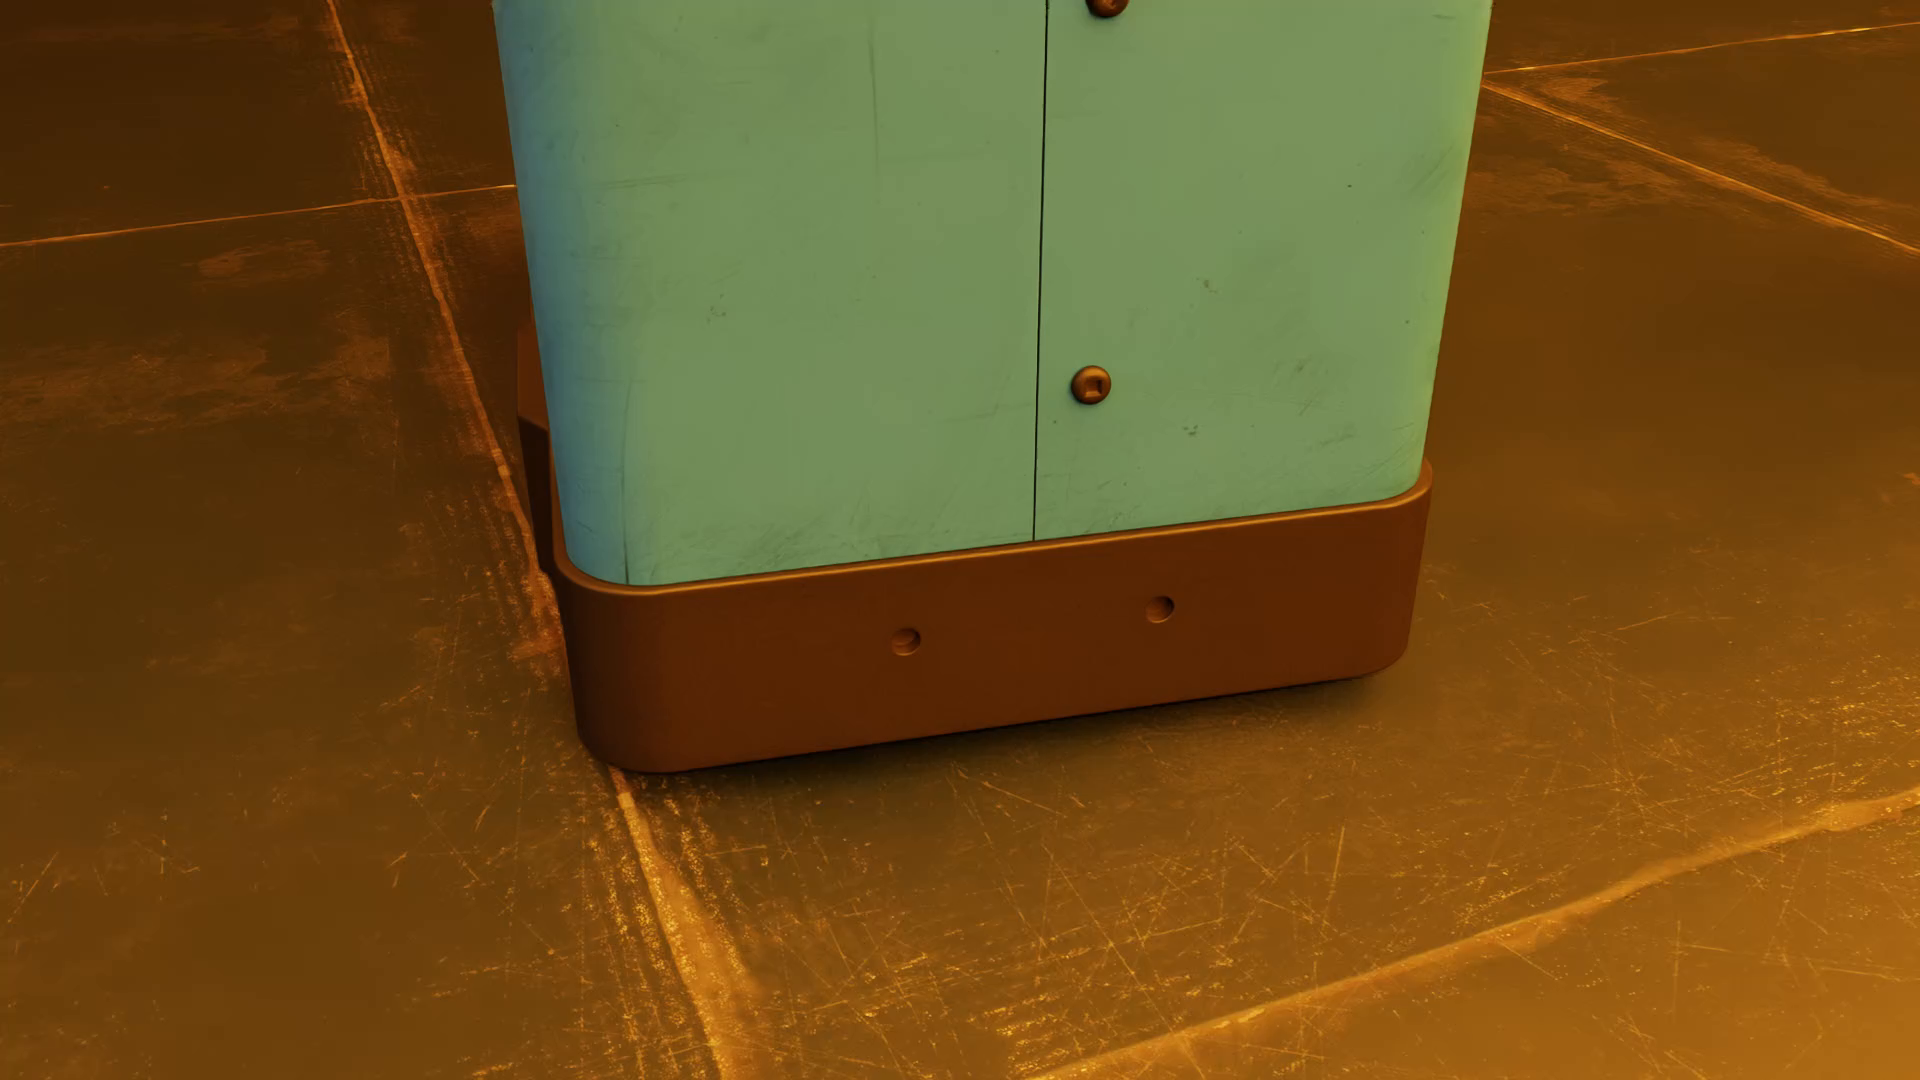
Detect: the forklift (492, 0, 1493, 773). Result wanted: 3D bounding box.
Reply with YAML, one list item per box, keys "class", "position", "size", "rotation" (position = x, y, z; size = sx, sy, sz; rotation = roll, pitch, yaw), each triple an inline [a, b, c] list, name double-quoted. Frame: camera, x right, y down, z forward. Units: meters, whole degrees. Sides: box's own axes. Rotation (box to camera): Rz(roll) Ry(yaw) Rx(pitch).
- class: "forklift"
  position: [-0.260, -1.724, 2.565]
  size: [1.130, 2.935, 3.031]
  rotation: [-7, 30, -11]
